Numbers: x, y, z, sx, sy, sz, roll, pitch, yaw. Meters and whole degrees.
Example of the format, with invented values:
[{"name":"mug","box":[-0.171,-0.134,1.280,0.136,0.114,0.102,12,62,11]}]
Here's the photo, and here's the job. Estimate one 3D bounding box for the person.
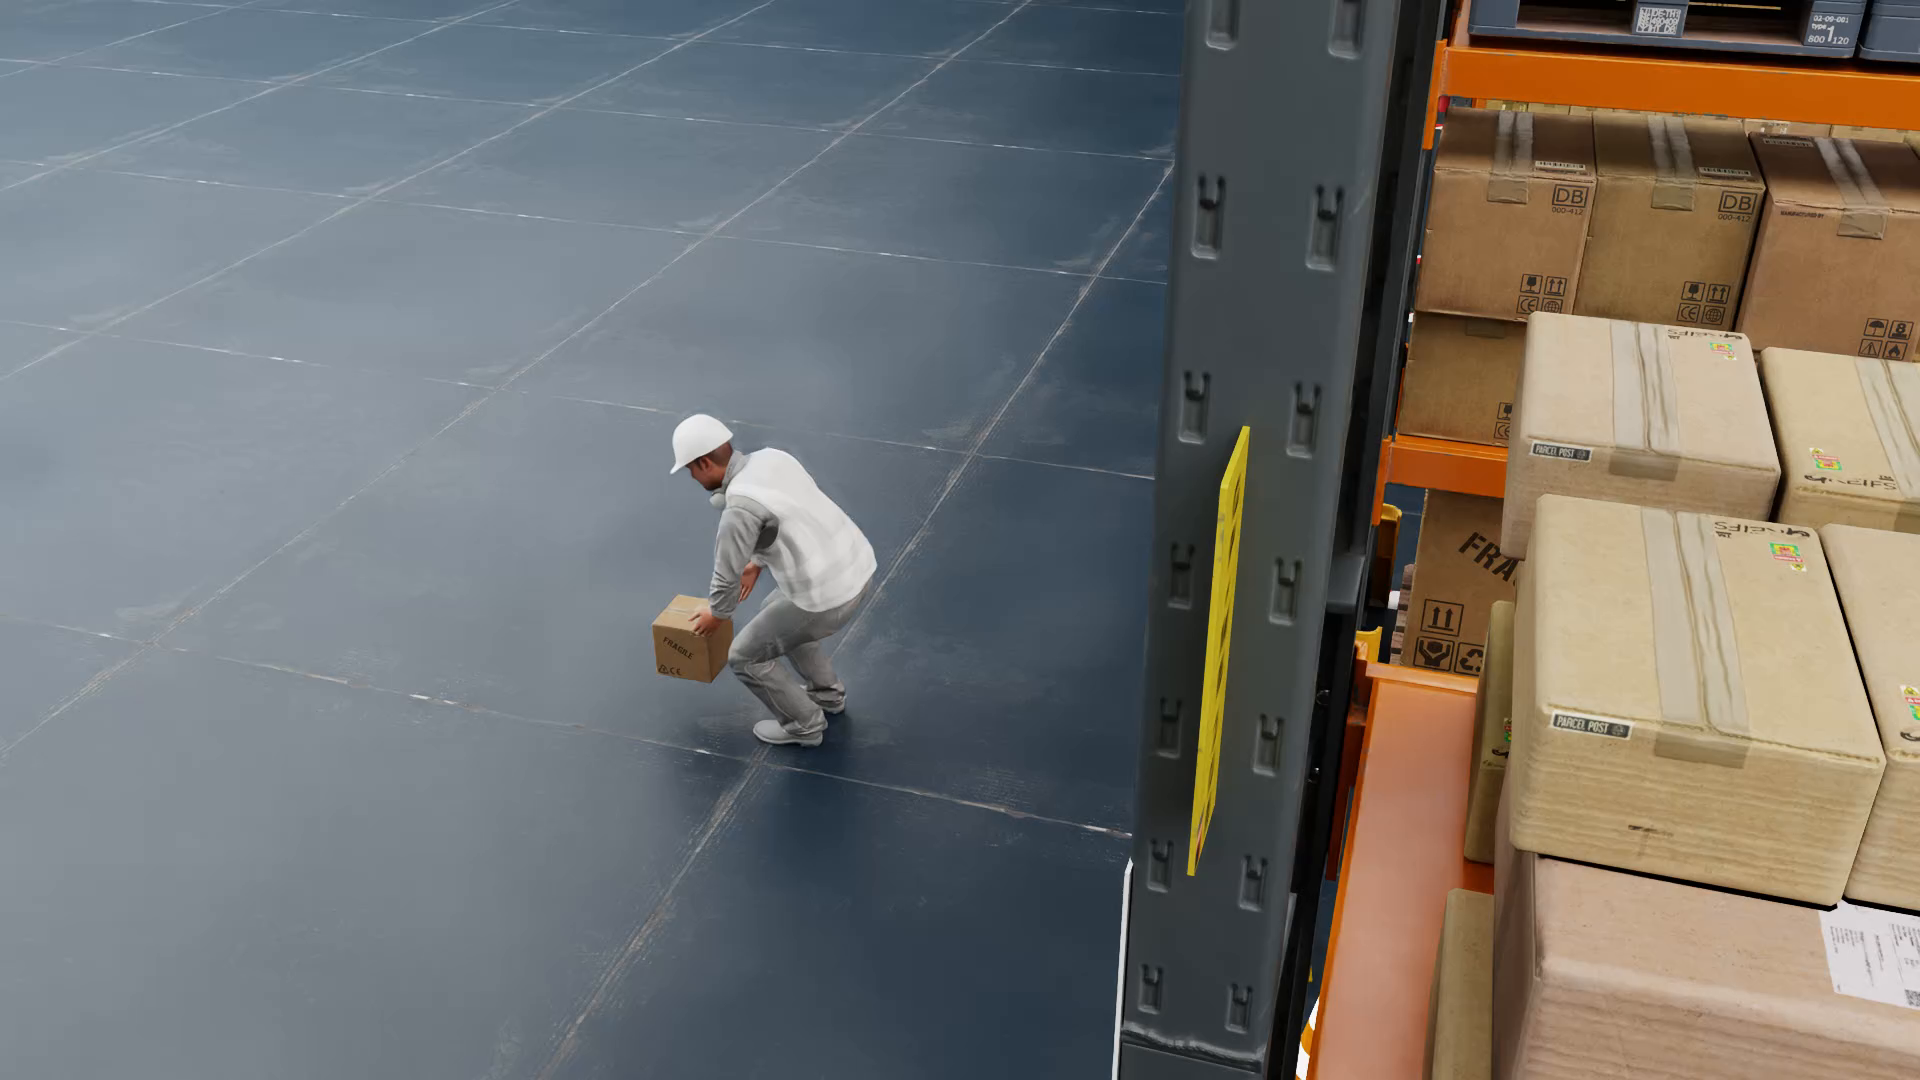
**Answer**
[{"name":"person","box":[-0.747,0.170,6.690,0.784,1.392,0.591,9,30,15]}]
